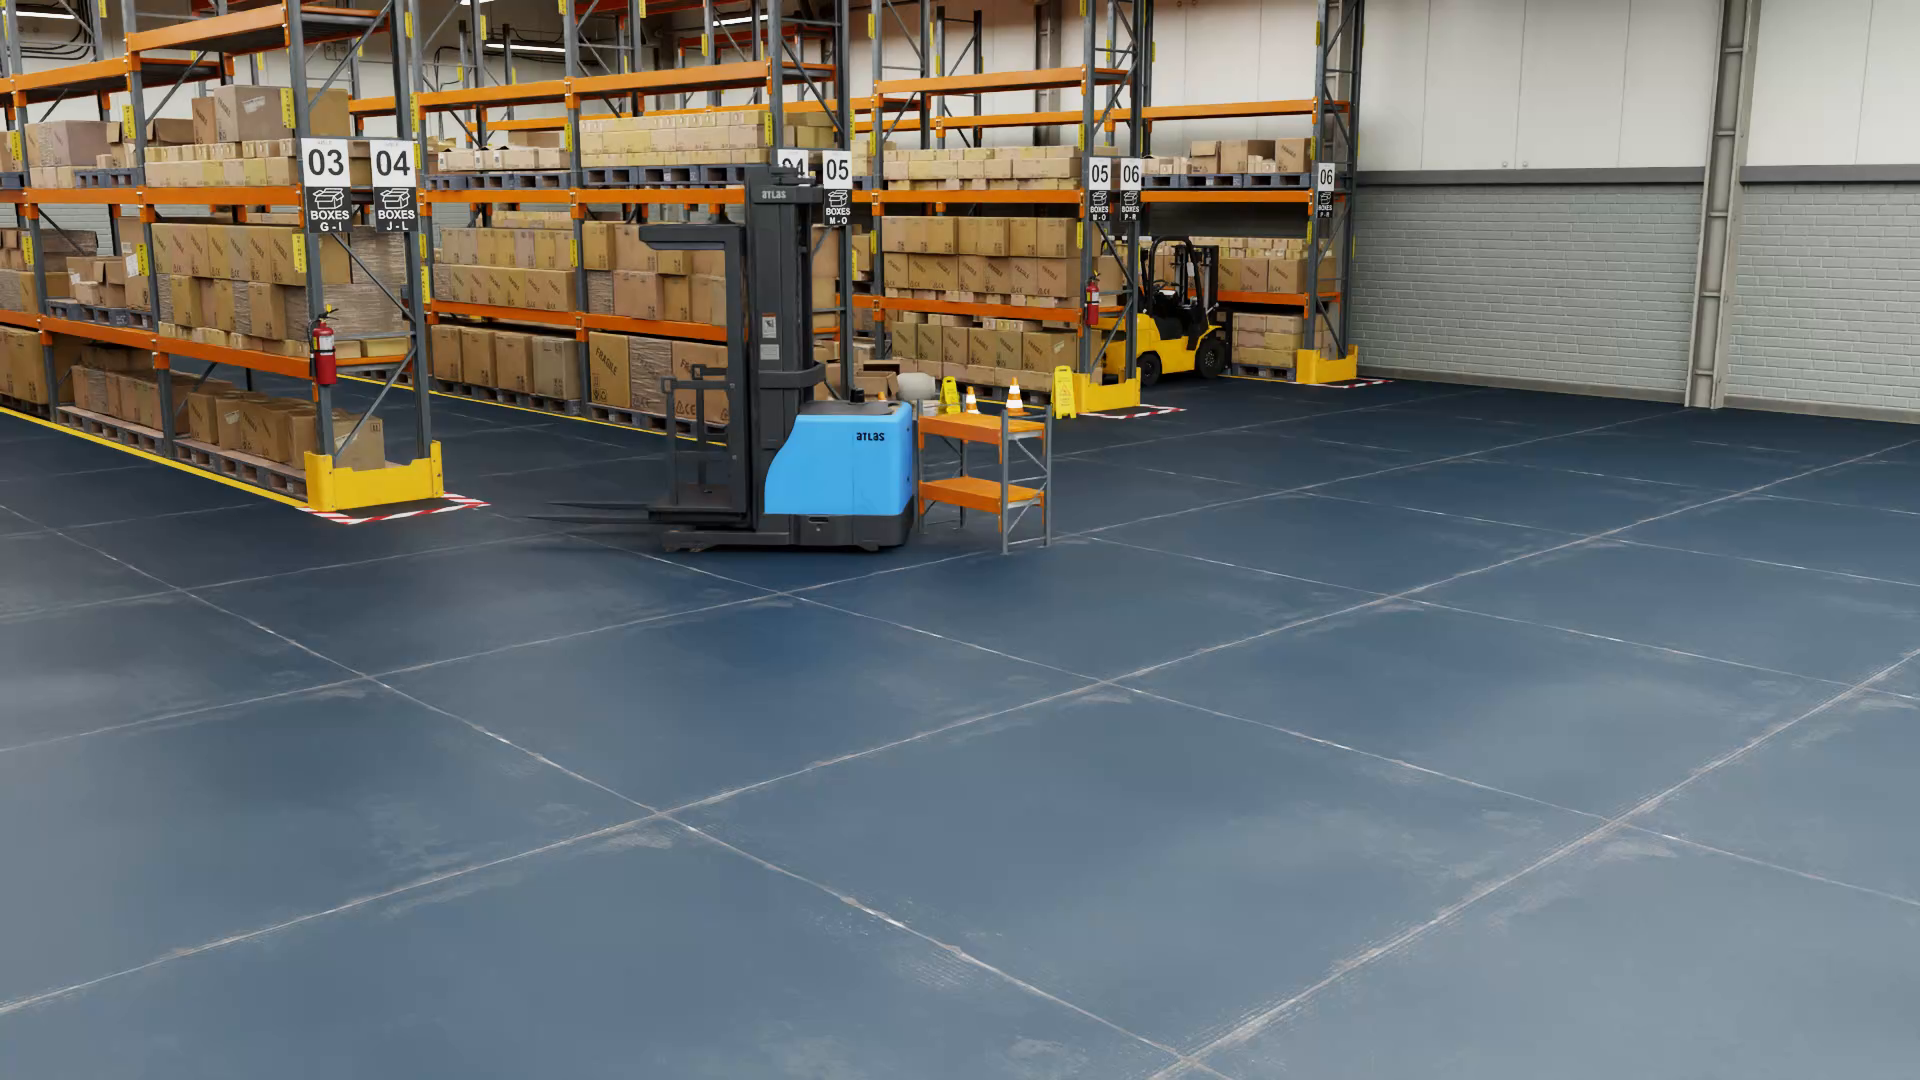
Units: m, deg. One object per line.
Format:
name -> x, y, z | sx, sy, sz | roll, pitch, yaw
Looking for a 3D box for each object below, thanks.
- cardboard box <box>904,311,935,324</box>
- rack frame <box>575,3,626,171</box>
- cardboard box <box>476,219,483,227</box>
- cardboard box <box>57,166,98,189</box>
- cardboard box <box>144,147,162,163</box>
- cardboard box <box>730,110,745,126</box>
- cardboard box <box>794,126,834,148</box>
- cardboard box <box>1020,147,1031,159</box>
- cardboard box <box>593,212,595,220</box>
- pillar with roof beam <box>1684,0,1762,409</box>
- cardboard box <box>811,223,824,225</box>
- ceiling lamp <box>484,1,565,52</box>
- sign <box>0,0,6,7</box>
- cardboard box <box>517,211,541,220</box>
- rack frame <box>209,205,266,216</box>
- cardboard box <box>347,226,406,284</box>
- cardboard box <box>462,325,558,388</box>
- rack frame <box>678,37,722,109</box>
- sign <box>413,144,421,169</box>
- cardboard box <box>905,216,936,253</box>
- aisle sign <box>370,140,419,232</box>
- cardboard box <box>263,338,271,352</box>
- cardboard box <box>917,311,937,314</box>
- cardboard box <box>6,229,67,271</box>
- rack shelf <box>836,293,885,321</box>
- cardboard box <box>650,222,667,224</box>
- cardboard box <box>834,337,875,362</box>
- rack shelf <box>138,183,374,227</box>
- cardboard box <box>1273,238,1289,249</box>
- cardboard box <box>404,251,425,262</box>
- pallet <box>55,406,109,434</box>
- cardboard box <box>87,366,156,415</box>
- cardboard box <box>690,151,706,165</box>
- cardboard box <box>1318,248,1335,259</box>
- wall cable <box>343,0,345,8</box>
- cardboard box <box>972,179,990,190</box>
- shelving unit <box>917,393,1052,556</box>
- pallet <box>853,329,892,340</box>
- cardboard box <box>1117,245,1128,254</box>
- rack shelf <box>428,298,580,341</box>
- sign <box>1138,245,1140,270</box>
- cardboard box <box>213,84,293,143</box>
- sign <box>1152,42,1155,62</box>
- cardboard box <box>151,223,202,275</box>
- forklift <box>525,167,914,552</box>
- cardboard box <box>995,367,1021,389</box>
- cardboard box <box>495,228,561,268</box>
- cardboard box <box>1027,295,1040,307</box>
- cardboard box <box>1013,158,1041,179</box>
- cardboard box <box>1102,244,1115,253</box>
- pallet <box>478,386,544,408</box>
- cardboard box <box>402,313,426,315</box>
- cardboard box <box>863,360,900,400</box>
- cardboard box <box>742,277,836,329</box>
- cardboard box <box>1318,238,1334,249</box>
cardboard box -> -0.580, -3.166, 23.652 | 0.380, 0.149, 0.250 | -11, 16, -42
rack frame -> -6.360, -7.878, 29.349 | 1.000, 3.000, 0.127 | -11, 16, -43
cardboard box -> -8.997, -5.953, 32.144 | 0.500, 0.500, 0.500 | -11, 16, -44
cardboard box -> -9.909, -4.118, 18.904 | 0.500, 0.250, 0.500 | -10, 16, -41
cardboard box -> -8.001, -3.892, 16.818 | 0.250, 0.149, 0.380 | 11, 16, 44
cardboard box -> -2.233, -4.514, 17.811 | 0.380, 0.149, 0.250 | -11, 16, -42
cardboard box -> -1.731, -4.386, 18.180 | 0.500, 0.250, 0.500 | -11, 16, -43
cardboard box -> 1.002, -5.055, 21.728 | 0.380, 0.149, 0.250 | -11, 16, -42
cardboard box -> -6.579, -5.914, 30.348 | 0.380, 0.149, 0.250 | -11, 16, -42
pillar with roof beam -> 6.715, -5.571, 18.149 | 9.100, 9.000, 0.400 | -11, 16, -43
cardboard box -> -2.264, -4.875, 26.005 | 0.250, 0.149, 0.380 | 11, 16, 42
ceiling lamp -> -9.070, -12.080, 35.278 | 2.000, 3.185, 0.800 | -11, 16, -43
sign -> -11.164, -6.371, 19.325 | 0.100, 0.325, 0.005 | -11, 16, -43
cardboard box -> -8.037, -6.057, 31.046 | 0.250, 0.149, 0.380 | 11, 16, 44
rack frame -> -12.633, -4.819, 29.368 | 1.000, 3.000, 0.127 | -11, 16, -43
cardboard box -> -5.423, -2.610, 15.184 | 0.500, 0.500, 0.500 | -11, 16, -43
cardboard box -> -6.147, -2.527, 22.777 | 1.050, 0.750, 0.750 | -11, 16, -42
rack frame -> -5.535, -9.154, 35.543 | 1.000, 3.000, 0.127 | -11, 16, -43
sign -> -7.502, -5.299, 22.981 | 0.100, 0.325, 0.005 | -11, 16, -43
cardboard box -> -0.352, -4.285, 23.312 | 0.700, 0.500, 0.500 | -11, 16, -42
aisle sign -> -4.981, -3.114, 14.648 | 0.394, 0.787, 0.004 | -11, 16, -43
cardboard box -> -6.273, -1.844, 15.551 | 0.380, 0.149, 0.250 | -11, 16, -43
cardboard box -> -0.458, -4.061, 30.845 | 0.500, 0.500, 0.500 | -10, 15, -41
cardboard box -> -11.707, -3.720, 21.299 | 0.797, 0.503, 0.637 | -10, 16, -41
rack shelf -> -2.217, -3.712, 25.777 | 1.077, 0.370, 4.000 | -11, 16, -43
cardboard box -> -4.843, -5.081, 27.914 | 0.500, 0.500, 0.500 | -11, 16, -43
cardboard box -> -1.699, -2.872, 25.387 | 0.950, 0.372, 0.625 | -10, 15, -39
rack shelf -> -6.622, -3.216, 15.938 | 1.077, 0.370, 4.000 | -11, 16, -43
cardboard box -> 4.922, -4.448, 24.973 | 0.380, 0.149, 0.250 | -11, 16, -42
cardboard box -> -7.778, -4.033, 23.661 | 0.250, 0.149, 0.380 | 11, 16, 43
pallet -> -10.227, -1.495, 20.145 | 1.003, 0.211, 1.213 | -11, 16, -43
cardboard box -> -9.896, -1.792, 19.781 | 0.500, 0.500, 0.700 | 10, 15, 40
cardboard box -> -2.761, -4.235, 18.432 | 0.380, 0.149, 0.250 | -11, 16, -43
cardboard box -> 5.468, -4.333, 25.154 | 0.250, 0.149, 0.380 | 11, 16, 44
wall cable -> -14.011, -12.338, 34.645 | 2.355, 3.000, 0.029 | -11, 16, -43
cardboard box -> 0.385, -4.766, 22.298 | 0.380, 0.149, 0.250 | -11, 16, -43
shelving unit -> 0.183, -0.544, 13.263 | 0.538, 1.125, 1.048 | -10, 15, -40
pallet -> -1.337, -3.975, 32.181 | 1.003, 0.211, 1.213 | -11, 16, -43
cardboard box -> 2.782, -4.748, 27.168 | 0.380, 0.149, 0.250 | -11, 16, -43
rack shelf -> -5.727, -3.007, 22.357 | 1.077, 0.370, 4.000 | -11, 16, -43
sign -> 2.319, -3.688, 21.734 | 0.100, 0.325, 0.005 | -11, 16, -43
cardboard box -> -6.494, -3.907, 15.285 | 0.500, 0.500, 0.500 | -11, 16, -43
sign -> 3.170, -8.012, 27.290 | 0.100, 0.325, 0.005 | -11, 16, -43
cardboard box -> -7.876, -2.975, 16.953 | 0.500, 0.500, 0.500 | -11, 16, -43
forklift -> -1.922, -1.445, 13.164 | 3.031, 2.935, 1.130 | 1, 12, 4
cardboard box -> 0.822, -2.205, 22.452 | 0.500, 0.250, 0.500 | -11, 16, -42
cardboard box -> -5.746, -3.901, 22.184 | 0.700, 0.500, 0.500 | -11, 16, -43
cardboard box -> 1.097, -3.152, 21.900 | 0.380, 0.149, 0.250 | -11, 16, -44
cardboard box -> 1.042, -4.842, 21.683 | 0.500, 0.250, 0.500 | -11, 16, -43
cardboard box -> 2.355, -4.850, 27.664 | 0.380, 0.149, 0.250 | -10, 15, -41
pallet -> -5.780, -1.982, 22.509 | 1.003, 0.211, 1.213 | -11, 16, -43
cardboard box -> -8.453, -3.358, 25.574 | 0.500, 0.250, 0.500 | 11, 16, 43
cardboard box -> -1.080, -2.203, 22.860 | 0.500, 0.500, 0.500 | -1, 12, -4
cardboard box -> -1.873, -2.605, 18.251 | 0.875, 0.550, 0.550 | -11, 16, -43
cardboard box -> 5.437, -4.472, 25.091 | 0.380, 0.149, 0.250 | -11, 16, -44
